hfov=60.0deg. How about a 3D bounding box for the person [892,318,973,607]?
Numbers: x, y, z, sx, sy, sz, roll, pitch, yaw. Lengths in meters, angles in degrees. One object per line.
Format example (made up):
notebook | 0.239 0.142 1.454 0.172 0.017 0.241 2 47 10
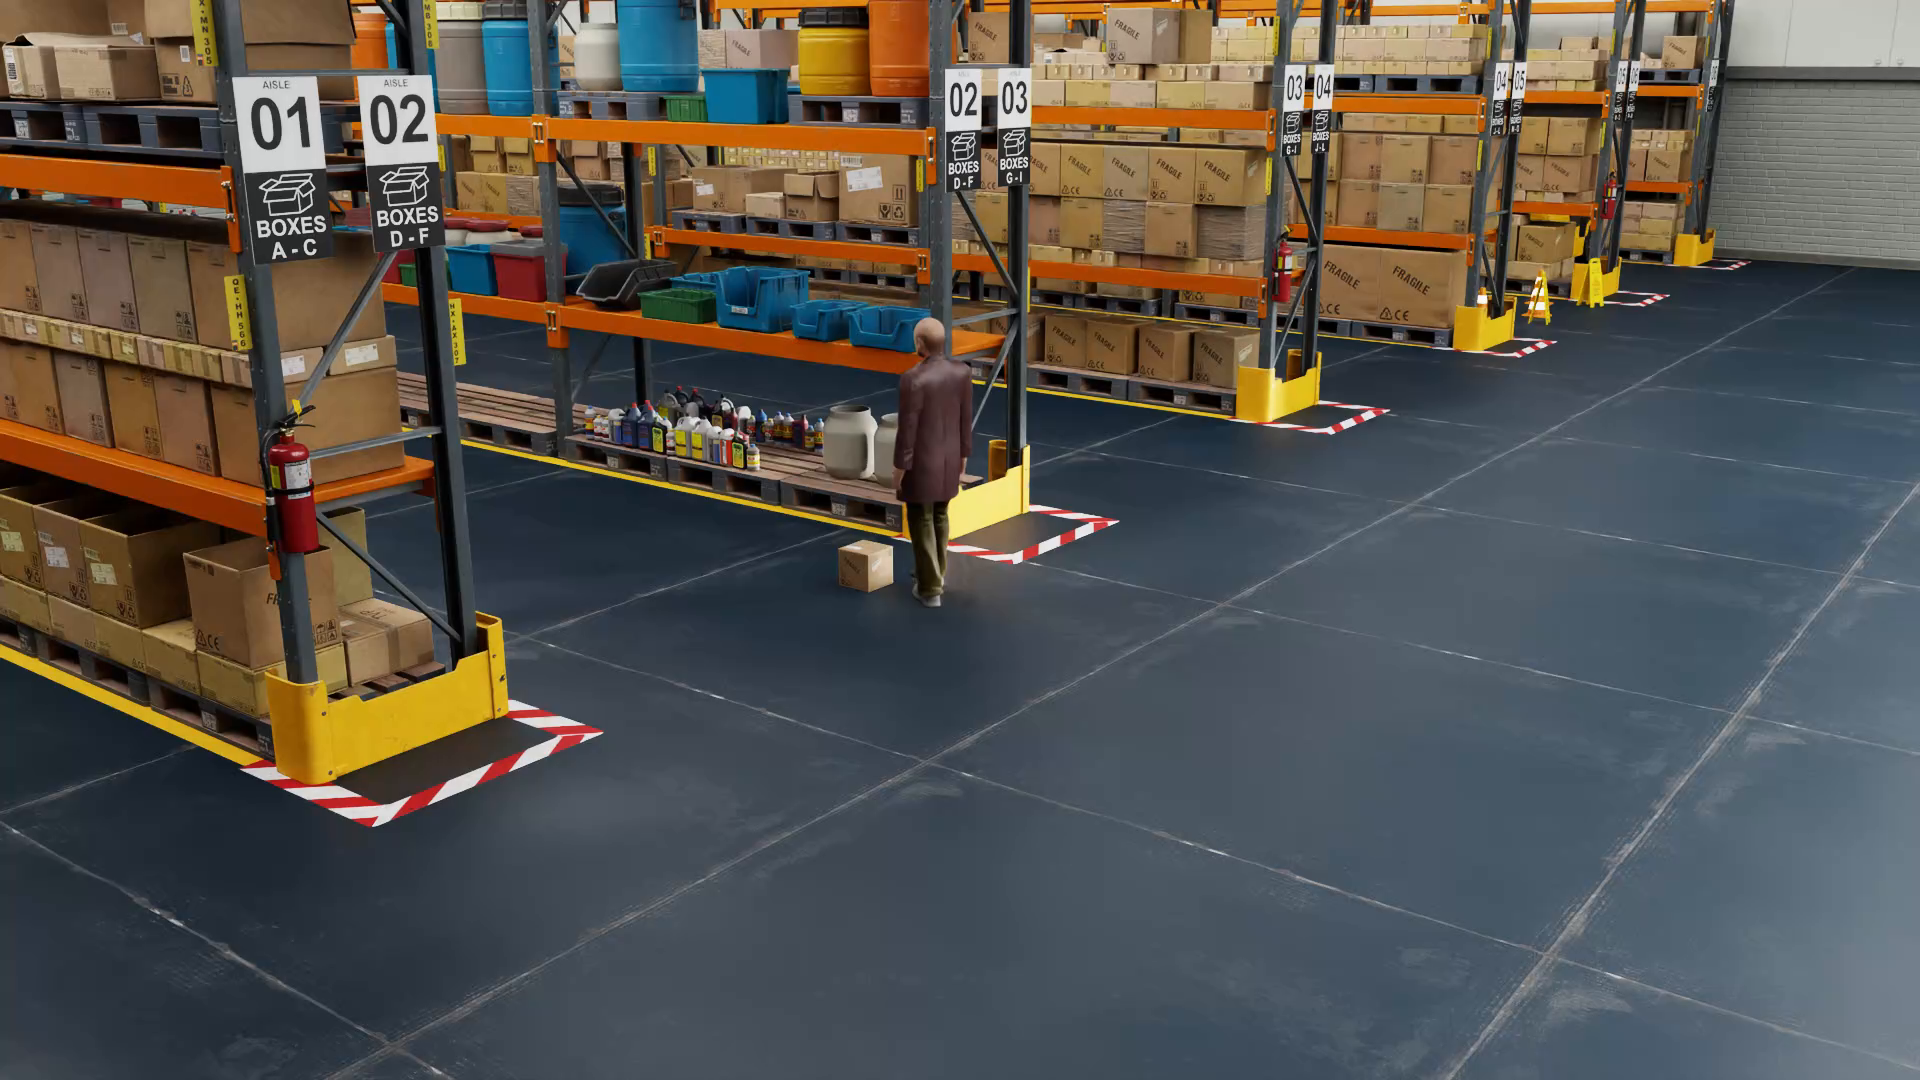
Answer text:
person | -0.267 -0.512 10.309 0.591 1.780 0.625 -14 21 -39
